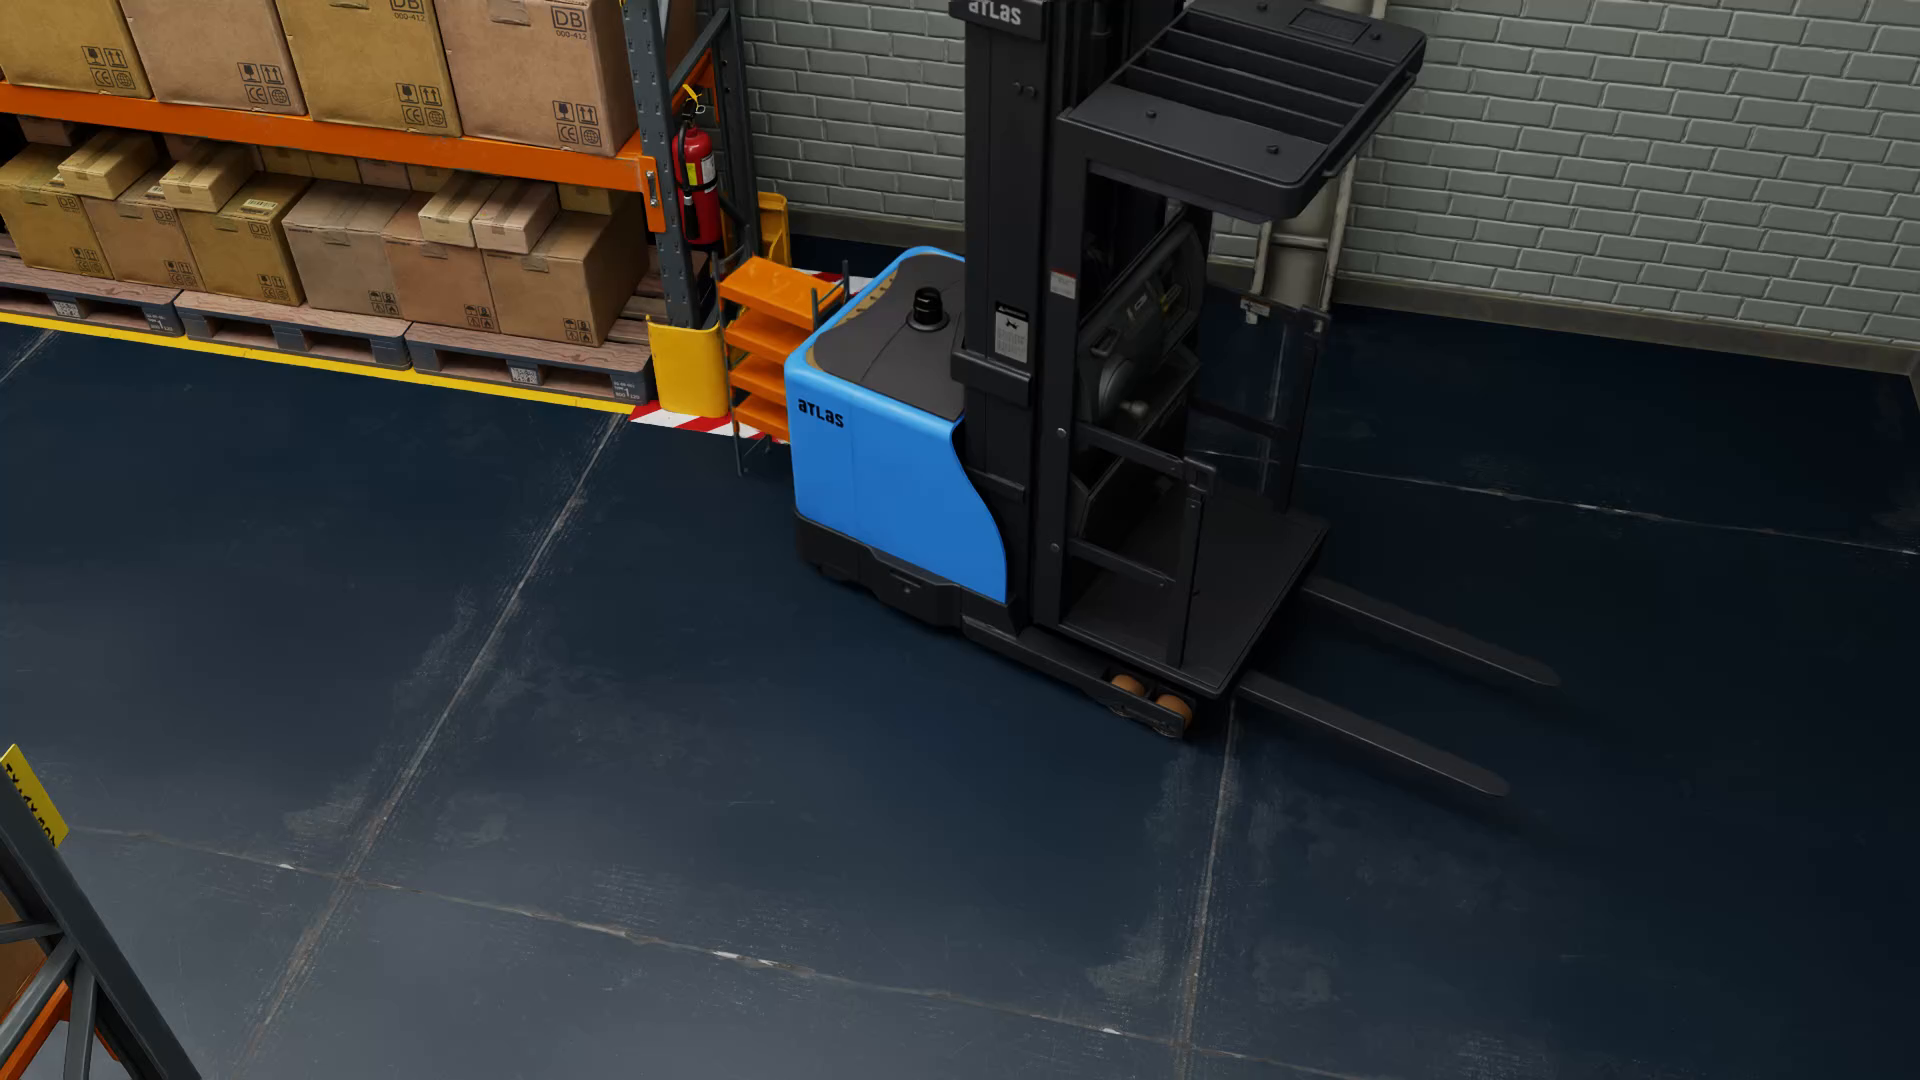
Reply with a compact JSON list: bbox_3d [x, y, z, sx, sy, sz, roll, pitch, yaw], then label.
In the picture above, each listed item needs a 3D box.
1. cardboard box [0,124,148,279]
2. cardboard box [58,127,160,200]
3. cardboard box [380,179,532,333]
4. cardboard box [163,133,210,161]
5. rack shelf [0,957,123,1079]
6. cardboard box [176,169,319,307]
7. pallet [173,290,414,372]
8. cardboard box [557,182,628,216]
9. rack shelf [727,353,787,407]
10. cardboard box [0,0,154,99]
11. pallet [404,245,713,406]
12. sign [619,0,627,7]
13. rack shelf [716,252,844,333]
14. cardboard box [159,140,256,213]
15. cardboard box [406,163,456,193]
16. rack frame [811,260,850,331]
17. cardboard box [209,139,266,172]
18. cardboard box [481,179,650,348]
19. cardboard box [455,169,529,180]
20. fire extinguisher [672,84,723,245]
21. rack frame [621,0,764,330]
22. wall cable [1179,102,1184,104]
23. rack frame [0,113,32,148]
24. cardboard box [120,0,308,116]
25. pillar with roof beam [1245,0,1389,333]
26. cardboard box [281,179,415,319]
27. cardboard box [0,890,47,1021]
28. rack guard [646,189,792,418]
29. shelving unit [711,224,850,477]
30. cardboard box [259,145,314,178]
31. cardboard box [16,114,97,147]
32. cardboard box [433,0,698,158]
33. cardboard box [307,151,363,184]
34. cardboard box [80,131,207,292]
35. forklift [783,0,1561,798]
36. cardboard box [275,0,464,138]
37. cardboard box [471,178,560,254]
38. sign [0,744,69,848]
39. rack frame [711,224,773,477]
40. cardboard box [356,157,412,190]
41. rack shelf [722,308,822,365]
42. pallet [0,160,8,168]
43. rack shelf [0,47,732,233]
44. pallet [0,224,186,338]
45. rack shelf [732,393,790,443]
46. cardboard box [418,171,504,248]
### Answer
[{"bbox_3d":[-4.360,-1.743,8.357,0.500,0.500,0.700,9,45,10],"label":"cardboard box"},{"bbox_3d":[-4.066,-1.801,7.950,0.250,0.149,0.380,10,45,10],"label":"cardboard box"},{"bbox_3d":[-2.357,-1.434,8.036,0.500,0.500,0.700,9,45,9],"label":"cardboard box"},{"bbox_3d":[-3.686,-2.015,8.172,0.250,0.149,0.380,8,44,8],"label":"cardboard box"},{"bbox_3d":[-4.194,1.240,4.277,4.000,0.370,1.077,9,45,9],"label":"rack shelf"},{"bbox_3d":[-3.370,-1.585,8.194,0.500,0.500,0.700,10,45,10],"label":"cardboard box"},{"bbox_3d":[-3.148,-1.319,8.428,1.213,0.211,1.003,9,45,9],"label":"pallet"},{"bbox_3d":[-1.703,-1.708,7.854,0.250,0.149,0.380,9,45,9],"label":"cardboard box"},{"bbox_3d":[-0.723,-0.655,7.122,0.480,0.148,0.258,23,48,22],"label":"rack shelf"},{"bbox_3d":[-3.831,-2.575,7.506,0.700,0.700,0.980,8,44,8],"label":"cardboard box"},{"bbox_3d":[-1.961,-1.132,8.234,1.213,0.211,1.003,9,45,9],"label":"pallet"},{"bbox_3d":[-1.296,-2.206,6.333,0.005,0.325,0.100,9,45,9],"label":"sign"},{"bbox_3d":[-0.723,-0.986,6.803,0.480,0.148,0.258,23,48,22],"label":"rack shelf"},{"bbox_3d":[-3.556,-1.722,7.868,0.250,0.149,0.380,8,44,8],"label":"cardboard box"},{"bbox_3d":[-2.442,-1.822,7.972,0.250,0.149,0.380,9,45,9],"label":"cardboard box"},{"bbox_3d":[-0.515,-0.615,6.984,0.015,1.200,0.240,23,48,22],"label":"rack frame"},{"bbox_3d":[-3.440,-1.976,8.132,0.250,0.149,0.380,9,45,9],"label":"cardboard box"},{"bbox_3d":[-1.869,-1.358,7.958,0.500,0.500,0.700,9,45,9],"label":"cardboard box"},{"bbox_3d":[-2.198,-1.784,7.933,0.250,0.149,0.380,9,45,9],"label":"cardboard box"},{"bbox_3d":[-1.118,-1.572,7.004,0.183,0.674,0.296,9,45,9],"label":"fire extinguisher"},{"bbox_3d":[-1.164,-2.069,7.196,0.127,3.000,1.000,9,45,9],"label":"rack frame"},{"bbox_3d":[0.292,-2.881,7.308,1.851,1.984,0.084,9,45,9],"label":"wall cable"},{"bbox_3d":[-5.068,-2.675,7.826,0.127,3.000,1.000,9,45,9],"label":"rack frame"},{"bbox_3d":[-3.118,-2.472,7.399,0.700,0.700,0.980,7,44,7],"label":"cardboard box"},{"bbox_3d":[0.720,-1.493,2.273,0.400,9.000,9.100,9,45,9],"label":"pillar with roof beam"},{"bbox_3d":[-2.848,-1.509,8.115,0.500,0.500,0.700,7,44,8],"label":"cardboard box"},{"bbox_3d":[-2.618,1.002,3.934,0.500,0.500,0.500,10,45,10],"label":"cardboard box"},{"bbox_3d":[-1.141,-1.165,8.060,0.348,0.500,1.175,9,45,9],"label":"rack guard"},{"bbox_3d":[-0.723,-0.703,7.075,0.503,1.200,0.258,23,48,22],"label":"shelving unit"},{"bbox_3d":[-3.188,-1.937,8.092,0.250,0.149,0.380,8,44,8],"label":"cardboard box"},{"bbox_3d":[-4.458,-2.133,8.295,0.250,0.149,0.380,9,45,9],"label":"cardboard box"},{"bbox_3d":[-1.664,-2.247,7.166,0.700,0.700,0.980,11,45,11],"label":"cardboard box"},{"bbox_3d":[-2.941,-1.899,8.052,0.250,0.149,0.380,9,45,9],"label":"cardboard box"},{"bbox_3d":[-3.871,-1.664,8.276,0.500,0.500,0.700,8,45,9],"label":"cardboard box"},{"bbox_3d":[0.829,-0.721,5.845,3.031,2.935,1.130,23,48,22],"label":"forklift"},{"bbox_3d":[-2.376,-2.350,7.272,0.700,0.700,0.980,8,45,9],"label":"cardboard box"},{"bbox_3d":[-2.034,-1.488,7.625,0.250,0.149,0.380,8,45,9],"label":"cardboard box"},{"bbox_3d":[-2.124,0.605,3.794,0.005,0.325,0.100,9,45,9],"label":"sign"},{"bbox_3d":[-0.931,-0.791,7.167,0.015,1.200,0.240,23,48,22],"label":"rack frame"},{"bbox_3d":[-2.690,-1.860,8.012,0.250,0.149,0.380,9,45,10],"label":"cardboard box"},{"bbox_3d":[-0.723,-0.816,6.967,0.480,0.148,0.258,23,48,22],"label":"rack shelf"},{"bbox_3d":[-5.837,-1.736,8.861,1.213,0.211,1.003,9,45,9],"label":"pallet"},{"bbox_3d":[-3.116,-2.113,7.761,4.000,0.370,1.077,9,45,9],"label":"rack shelf"},{"bbox_3d":[-4.343,-1.502,8.618,1.213,0.211,1.003,9,45,9],"label":"pallet"},{"bbox_3d":[-0.723,-0.512,7.260,0.480,0.148,0.258,23,48,22],"label":"rack shelf"},{"bbox_3d":[-2.284,-1.526,7.664,0.250,0.149,0.380,10,45,10],"label":"cardboard box"}]
